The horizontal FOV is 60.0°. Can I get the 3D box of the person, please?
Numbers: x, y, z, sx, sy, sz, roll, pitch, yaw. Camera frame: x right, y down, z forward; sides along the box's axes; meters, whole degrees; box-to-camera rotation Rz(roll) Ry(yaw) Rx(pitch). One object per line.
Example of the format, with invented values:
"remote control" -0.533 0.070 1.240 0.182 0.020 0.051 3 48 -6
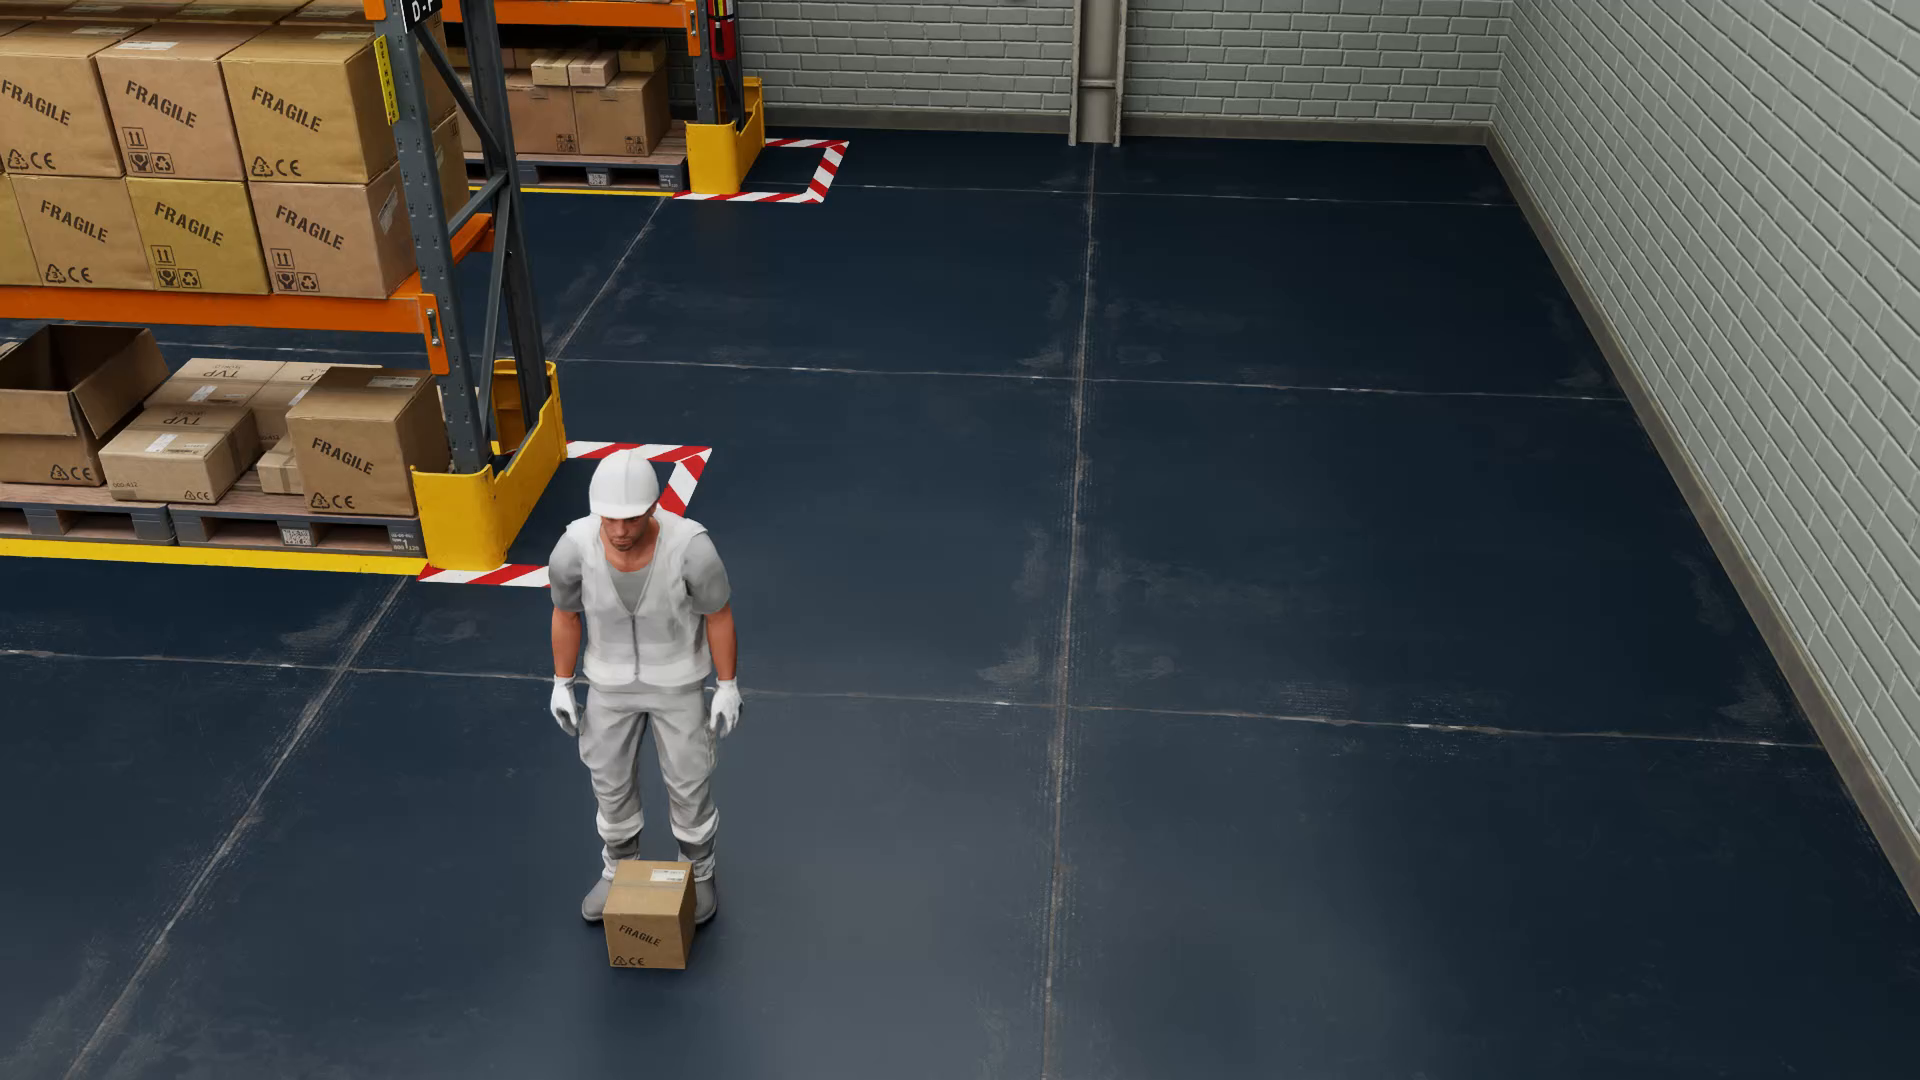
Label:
"person" -1.006 0.482 5.342 0.620 1.778 0.446 1 32 1
